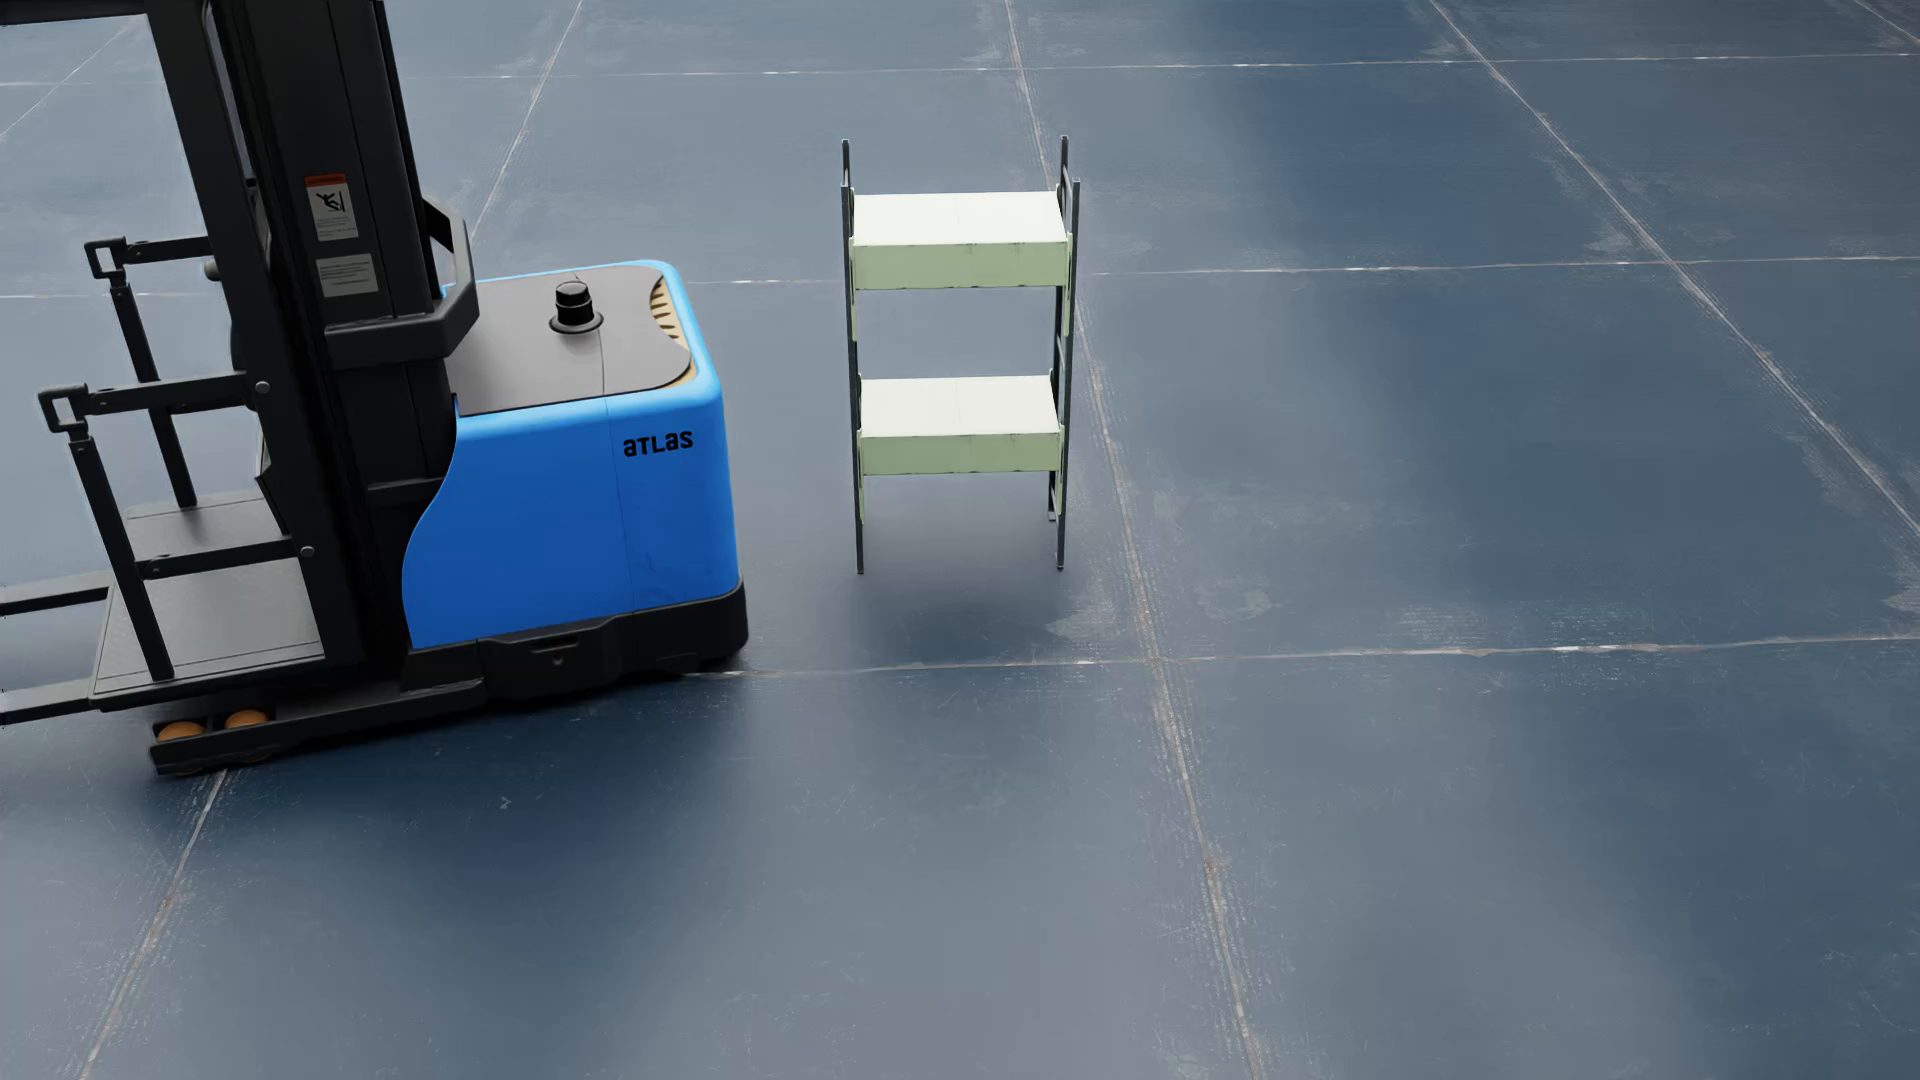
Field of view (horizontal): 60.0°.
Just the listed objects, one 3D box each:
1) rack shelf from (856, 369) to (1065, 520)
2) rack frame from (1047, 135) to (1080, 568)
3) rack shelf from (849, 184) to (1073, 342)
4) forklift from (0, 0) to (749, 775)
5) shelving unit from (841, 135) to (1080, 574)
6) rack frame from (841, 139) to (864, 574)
[{"bbox_3d":[-0.007,-0.348,6.008,0.720,0.370,0.431,-2,35,-2],"label":"rack shelf"},{"bbox_3d":[0.359,-0.626,5.837,0.023,1.500,0.400,-2,35,-2],"label":"rack frame"},{"bbox_3d":[-0.007,-0.937,5.601,0.720,0.370,0.431,-2,35,-2],"label":"rack shelf"},{"bbox_3d":[-2.294,-0.809,4.843,3.031,2.935,1.130,-10,36,-14],"label":"forklift"},{"bbox_3d":[-0.007,-0.617,5.823,0.755,1.500,0.431,-2,35,-2],"label":"shelving unit"},{"bbox_3d":[-0.372,-0.607,5.809,0.023,1.500,0.400,-2,35,-2],"label":"rack frame"}]
